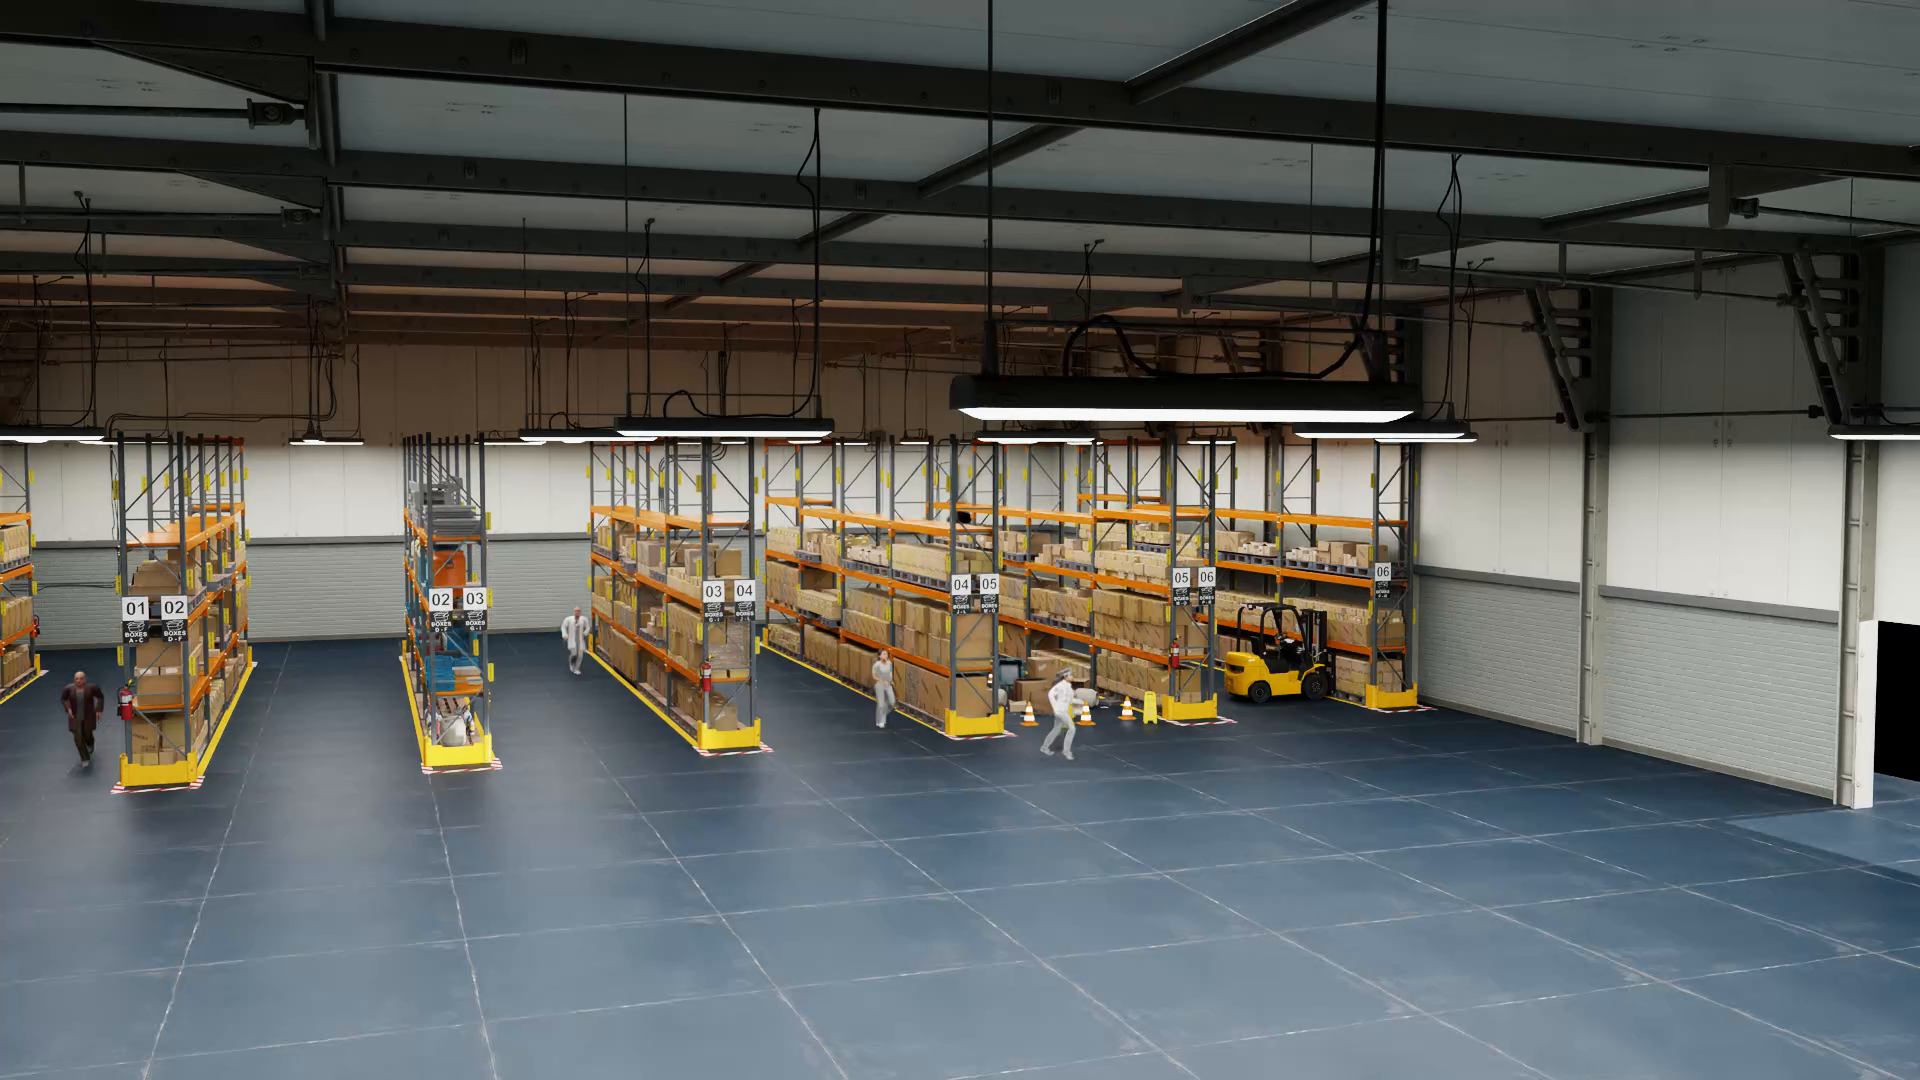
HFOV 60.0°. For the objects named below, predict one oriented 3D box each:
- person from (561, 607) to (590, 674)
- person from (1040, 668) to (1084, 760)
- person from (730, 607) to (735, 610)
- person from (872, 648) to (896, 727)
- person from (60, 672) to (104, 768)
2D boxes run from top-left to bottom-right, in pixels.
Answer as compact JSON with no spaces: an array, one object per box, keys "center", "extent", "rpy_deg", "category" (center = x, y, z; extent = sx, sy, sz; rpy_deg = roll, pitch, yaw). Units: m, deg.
[{"center":[-9.645,2.537,41.837],"extent":[0.700,1.722,0.672],"rpy_deg":[-1,3,-21],"category":"person"},{"center":[1.884,3.207,30.647],"extent":[0.810,1.733,0.546],"rpy_deg":[1,3,13],"category":"person"},{"center":[-6.457,2.315,47.299],"extent":[0.621,1.590,0.550],"rpy_deg":[-1,3,-16],"category":"person"},{"center":[-1.540,3.022,33.990],"extent":[0.544,1.624,0.636],"rpy_deg":[-2,4,-31],"category":"person"},{"center":[-15.819,3.215,30.010],"extent":[0.699,1.713,0.820],"rpy_deg":[-1,3,-16],"category":"person"}]
